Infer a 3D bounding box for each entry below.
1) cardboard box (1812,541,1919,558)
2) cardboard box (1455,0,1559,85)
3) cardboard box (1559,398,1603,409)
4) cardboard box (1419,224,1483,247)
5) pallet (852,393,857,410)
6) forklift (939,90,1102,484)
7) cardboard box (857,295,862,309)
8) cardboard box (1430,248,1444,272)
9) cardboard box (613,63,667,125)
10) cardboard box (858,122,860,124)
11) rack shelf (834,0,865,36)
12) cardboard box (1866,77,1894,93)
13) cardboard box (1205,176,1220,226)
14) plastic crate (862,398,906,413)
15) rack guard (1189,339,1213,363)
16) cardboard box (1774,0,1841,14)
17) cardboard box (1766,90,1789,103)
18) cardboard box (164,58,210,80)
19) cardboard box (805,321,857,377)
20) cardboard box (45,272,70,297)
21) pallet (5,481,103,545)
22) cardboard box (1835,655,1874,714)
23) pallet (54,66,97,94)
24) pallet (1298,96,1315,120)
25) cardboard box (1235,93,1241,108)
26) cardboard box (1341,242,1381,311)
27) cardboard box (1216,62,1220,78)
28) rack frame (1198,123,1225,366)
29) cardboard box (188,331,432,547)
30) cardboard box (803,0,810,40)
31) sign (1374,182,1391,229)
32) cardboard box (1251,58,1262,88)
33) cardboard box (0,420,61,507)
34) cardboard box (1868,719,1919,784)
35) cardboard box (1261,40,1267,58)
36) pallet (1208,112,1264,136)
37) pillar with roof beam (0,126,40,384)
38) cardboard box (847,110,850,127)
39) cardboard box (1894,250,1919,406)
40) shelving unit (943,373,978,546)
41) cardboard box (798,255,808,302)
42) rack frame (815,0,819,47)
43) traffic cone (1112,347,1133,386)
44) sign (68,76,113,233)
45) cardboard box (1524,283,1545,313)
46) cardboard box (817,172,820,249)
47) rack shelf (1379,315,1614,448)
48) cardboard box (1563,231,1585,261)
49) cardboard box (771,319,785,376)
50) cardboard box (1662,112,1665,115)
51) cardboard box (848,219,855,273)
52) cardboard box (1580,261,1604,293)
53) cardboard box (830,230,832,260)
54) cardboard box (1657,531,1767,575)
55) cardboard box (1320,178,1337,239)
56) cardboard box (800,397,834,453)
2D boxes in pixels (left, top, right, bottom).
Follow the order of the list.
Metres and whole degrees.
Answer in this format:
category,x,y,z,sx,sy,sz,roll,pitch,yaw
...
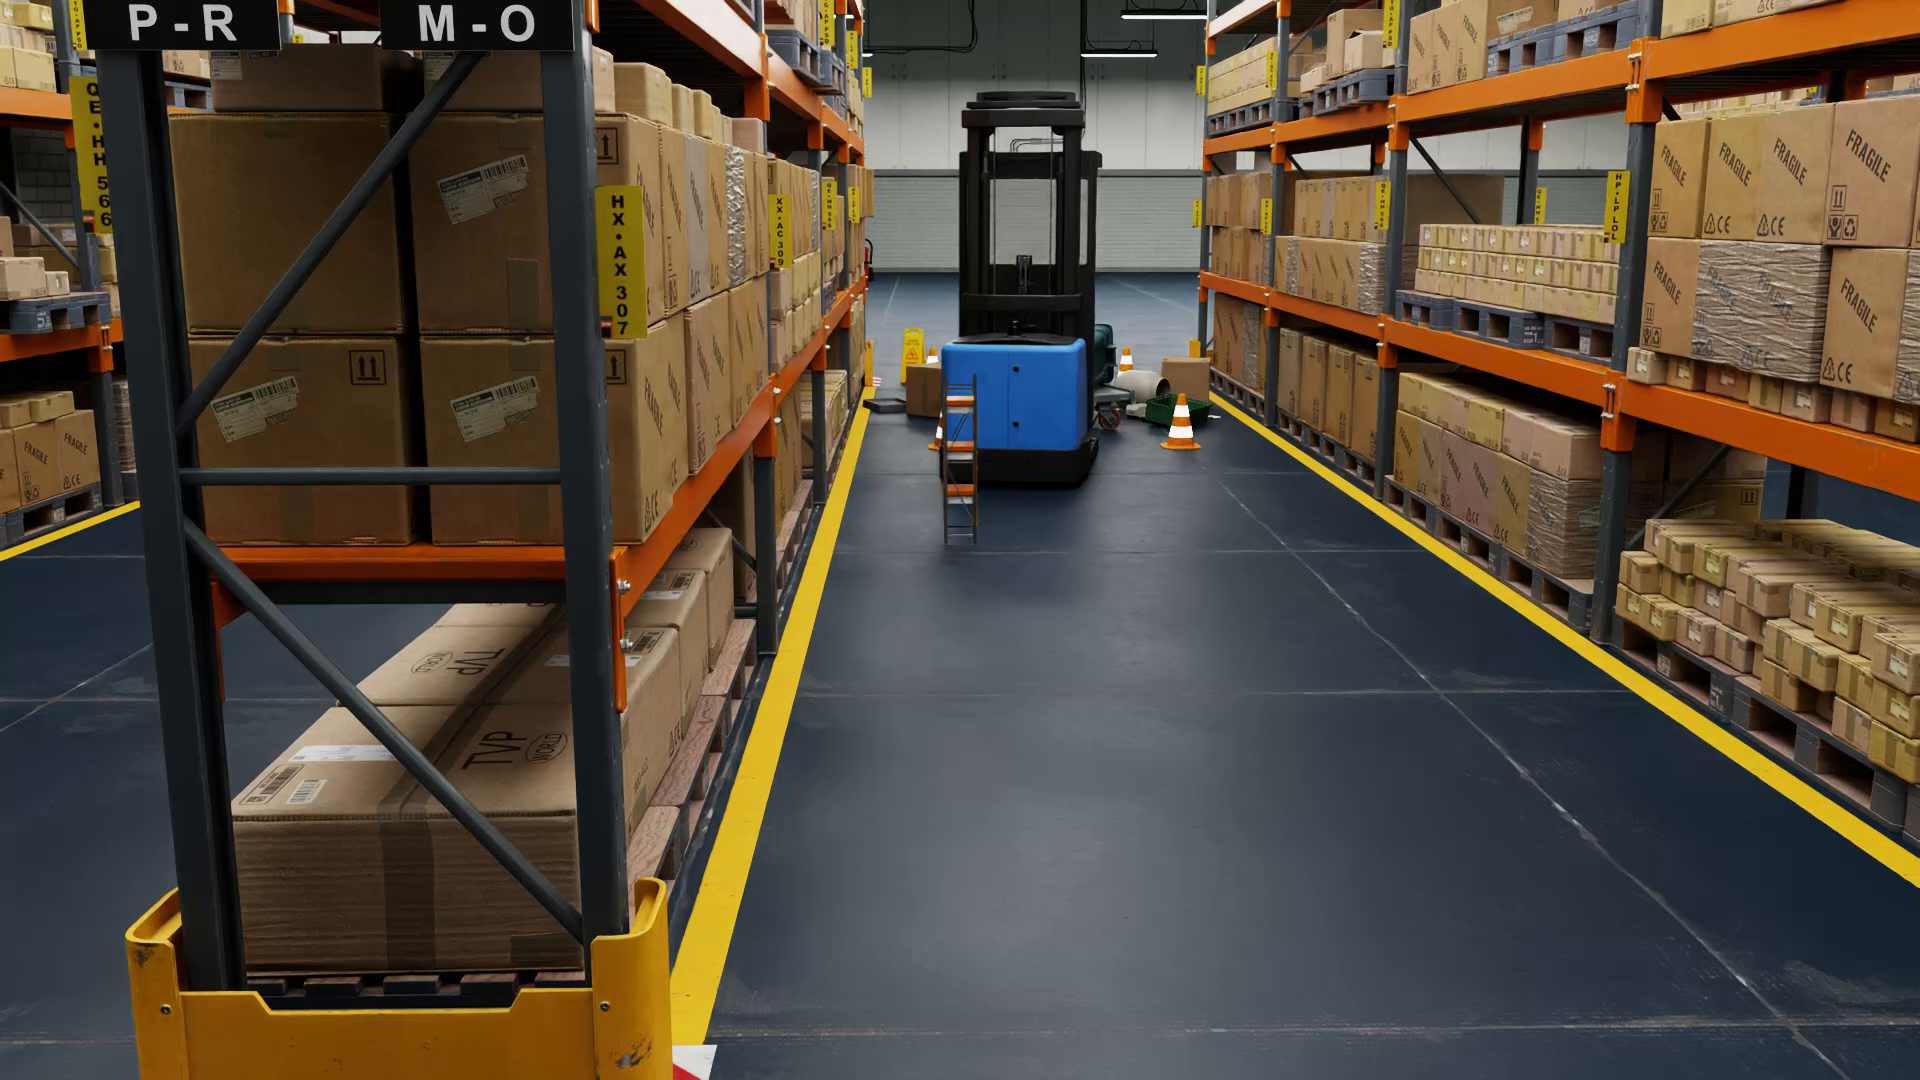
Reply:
category,x,y,z,sx,sy,sz,roll,pitch,yaw
cardboard box,3.905,0.101,7.136,0.380,0.149,0.250,0,11,-2
cardboard box,3.276,-2.970,9.857,0.500,0.500,0.500,0,11,-1
cardboard box,3.809,-0.672,9.674,0.500,0.250,0.500,0,11,1
cardboard box,3.313,-2.045,11.173,0.380,0.149,0.250,0,11,-1
pallet,-1.610,-1.529,17.563,1.003,0.211,1.213,0,11,-1
forklift,0.572,-2.100,13.540,1.130,2.935,3.031,2,12,8
cardboard box,-1.261,-2.577,18.057,0.380,0.149,0.250,0,11,0
cardboard box,3.314,-1.842,10.920,0.380,0.149,0.250,0,11,2
cardboard box,-0.982,-1.166,4.364,0.380,0.149,0.250,0,11,1
cardboard box,-1.339,-4.655,18.047,0.500,0.250,0.500,0,11,-2
rack shelf,-1.574,-5.502,16.865,1.077,0.370,4.000,0,11,-1
cardboard box,8.286,-4.192,14.818,0.797,0.503,0.637,-1,11,-4
cardboard box,3.301,-3.883,19.062,0.875,0.550,0.550,0,11,-1
plastic crate,-0.745,-1.403,17.275,0.402,0.080,0.583,-4,12,-21
rack guard,3.331,-2.134,19.820,1.175,0.500,0.348,0,11,-1
cardboard box,3.336,-2.069,6.047,0.500,0.250,0.500,0,11,1
cardboard box,8.074,-4.318,16.128,0.380,0.149,0.250,-1,11,-4
cardboard box,-6.153,-3.729,13.174,0.380,0.149,0.250,0,11,-2
cardboard box,-1.275,-1.863,16.170,0.500,0.500,0.500,0,11,2
cardboard box,-6.015,-1.656,10.754,0.380,0.149,0.250,0,11,0
pallet,-6.435,-0.187,10.951,1.003,0.211,1.213,0,11,-1
cardboard box,3.343,0.511,5.862,0.380,0.149,0.250,0,11,2
pallet,-6.516,-3.214,11.790,1.213,0.211,1.003,0,11,1
pallet,3.483,-3.753,14.453,0.805,0.209,1.217,-1,11,-3
cardboard box,3.055,-4.535,17.150,0.380,0.149,0.250,0,11,-1
cardboard box,3.210,-2.001,12.624,0.500,0.500,0.500,0,11,-1
cardboard box,3.030,-5.178,18.314,0.380,0.149,0.250,0,11,-2
rack frame,3.332,-3.354,19.548,1.000,3.000,0.127,0,11,-1
cardboard box,-1.559,-0.277,4.129,0.500,0.500,0.500,0,11,-1
cardboard box,-1.123,-3.099,9.440,0.500,0.500,0.500,0,11,-1
sign,2.942,-2.329,11.580,0.100,0.325,0.005,0,11,-1
cardboard box,3.137,-4.554,16.237,0.500,0.250,0.500,0,11,-1
cardboard box,-6.189,-0.501,10.713,0.500,0.500,0.500,0,11,-2
cardboard box,3.331,0.711,5.625,0.380,0.149,0.250,-1,11,-4
cardboard box,3.083,-4.673,15.825,0.380,0.149,0.250,0,11,-1
pallet,3.357,-4.633,18.532,1.003,0.211,1.213,0,11,-1
pillar with roof beam,-3.036,-4.916,12.156,9.100,9.000,0.400,0,11,-1
cardboard box,-1.241,-3.981,15.725,0.380,0.149,0.250,0,11,-1
cardboard box,3.370,-0.660,5.268,0.500,0.500,0.500,0,11,-1
shelving unit,0.001,-0.504,10.402,0.215,1.050,0.252,0,11,-1
cardboard box,-1.130,-1.493,9.494,0.500,0.250,0.500,-1,11,-3
rack frame,-1.450,-4.664,10.914,1.000,3.000,0.127,0,11,-1
traffic cone,1.923,-2.000,19.252,0.336,0.463,0.334,0,11,-1
sign,-1.827,-0.817,3.536,0.100,0.325,0.005,0,11,-1
cardboard box,3.348,-1.336,9.176,0.380,0.149,0.250,-1,11,-4
cardboard box,-1.178,-2.161,10.900,0.500,0.500,0.500,-1,11,-3
rack shelf,3.538,-1.014,9.822,1.077,0.370,4.000,0,11,-1
cardboard box,3.366,-1.527,8.620,0.380,0.149,0.250,-1,11,-3
cardboard box,-1.112,-0.943,8.043,0.500,0.250,0.500,-1,11,-2
cardboard box,7.976,-4.839,18.696,0.380,0.149,0.250,0,11,0
cardboard box,-1.263,-2.802,15.827,0.500,0.500,0.500,0,11,-1
cardboard box,3.367,-1.328,8.388,0.380,0.149,0.250,0,11,-1
cardboard box,-1.263,-2.424,12.906,0.500,0.500,0.500,0,11,0
cardboard box,3.326,0.055,7.360,0.380,0.149,0.250,0,11,2
cardboard box,3.453,-2.797,14.034,0.700,0.500,0.500,0,11,-1
cardboard box,-1.475,-0.901,13.007,0.950,0.372,0.625,0,11,-2
